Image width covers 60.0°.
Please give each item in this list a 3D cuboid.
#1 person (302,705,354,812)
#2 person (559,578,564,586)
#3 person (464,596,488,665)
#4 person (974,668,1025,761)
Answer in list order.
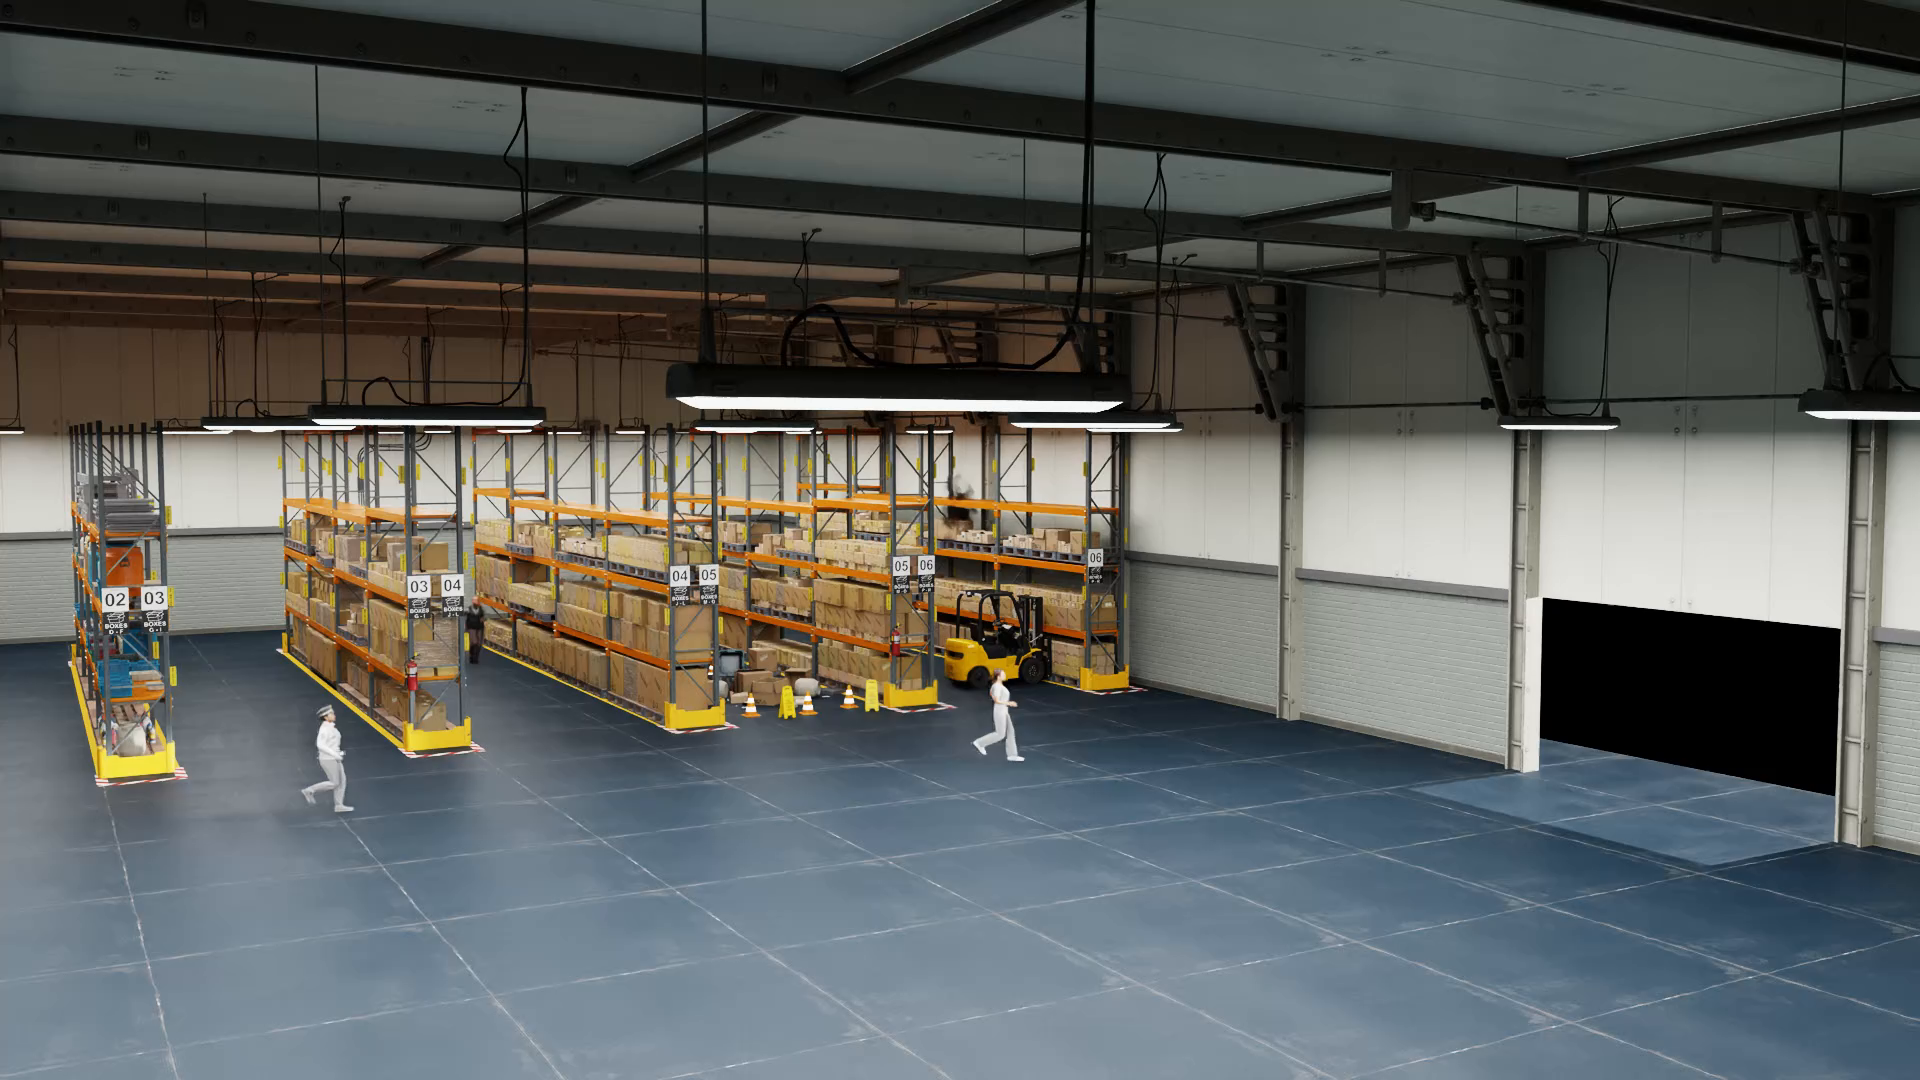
[{"bbox_3d":[-9.617,3.324,25.294,0.733,1.656,0.632,-1,4,-13],"label":"person"},{"bbox_3d":[-11.731,1.914,49.265,0.609,1.575,0.555,-1,4,-22],"label":"person"},{"bbox_3d":[-12.198,2.282,41.860,0.630,1.724,0.703,-2,4,-33],"label":"person"},{"bbox_3d":[0.692,3.075,29.315,0.903,1.653,0.548,0,4,7],"label":"person"}]
